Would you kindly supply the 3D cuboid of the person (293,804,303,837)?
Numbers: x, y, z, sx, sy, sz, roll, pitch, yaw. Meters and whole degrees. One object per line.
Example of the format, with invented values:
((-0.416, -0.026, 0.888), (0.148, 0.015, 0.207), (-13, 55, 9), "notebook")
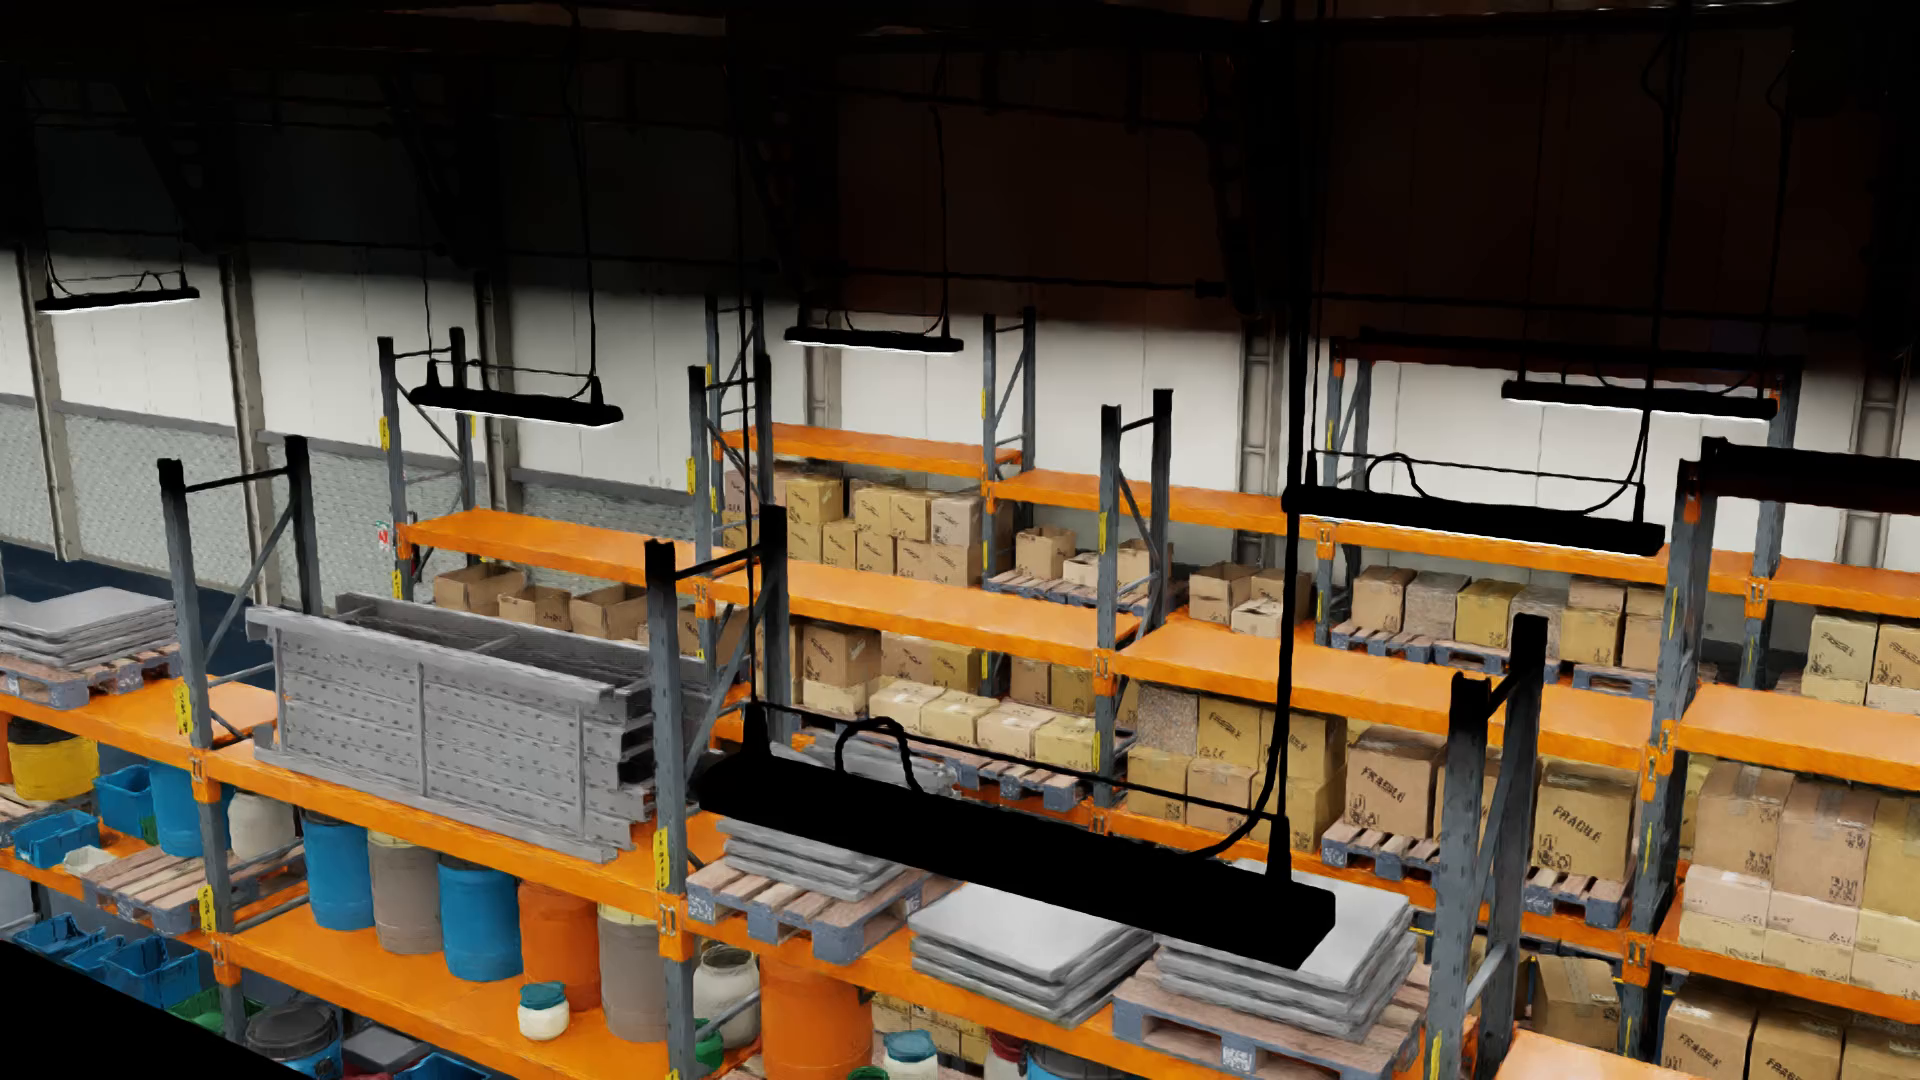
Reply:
((-7.220, 2.826, 18.160), (0.661, 1.732, 0.389), (6, 15, 22), "person")
